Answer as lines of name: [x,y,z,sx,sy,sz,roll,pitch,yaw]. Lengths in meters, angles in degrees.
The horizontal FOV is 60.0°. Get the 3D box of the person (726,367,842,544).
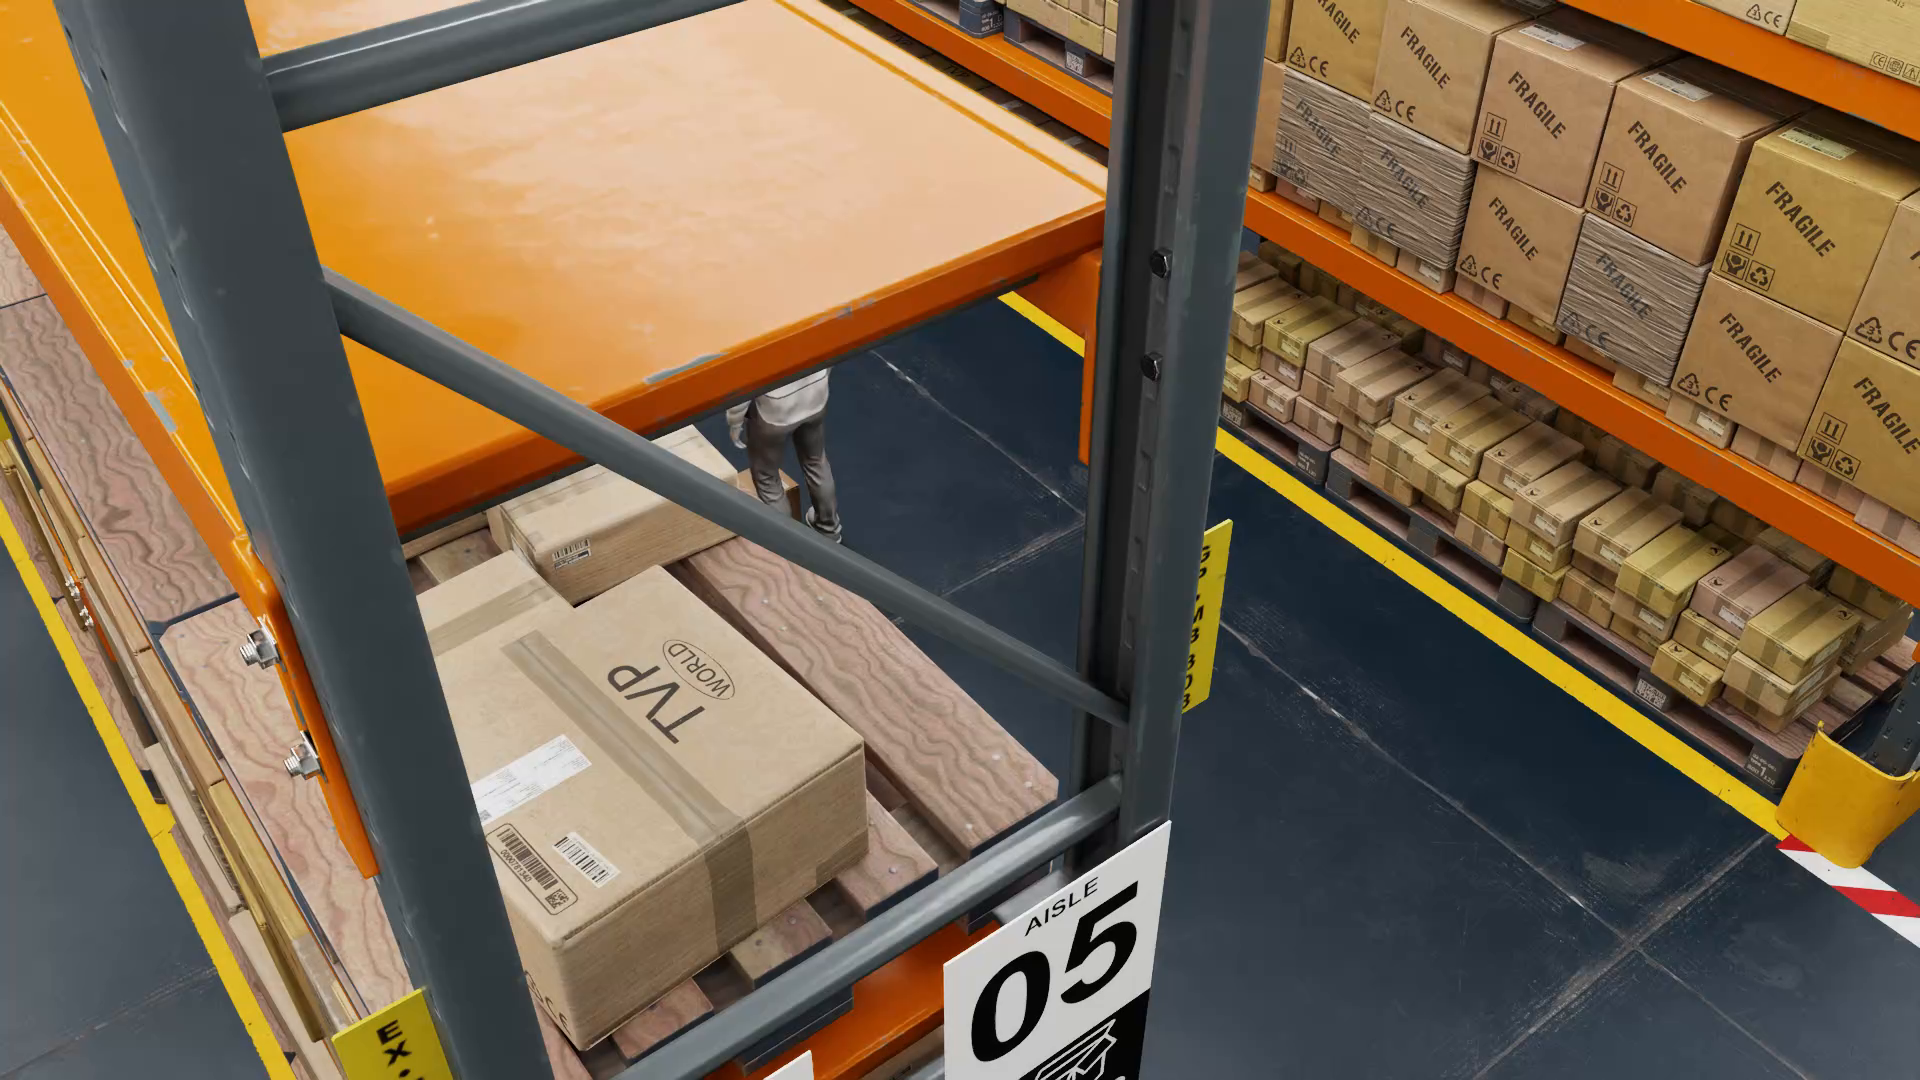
person: [-0.763,-0.582,7.094,0.545,1.663,0.375,-30,49,-30]
